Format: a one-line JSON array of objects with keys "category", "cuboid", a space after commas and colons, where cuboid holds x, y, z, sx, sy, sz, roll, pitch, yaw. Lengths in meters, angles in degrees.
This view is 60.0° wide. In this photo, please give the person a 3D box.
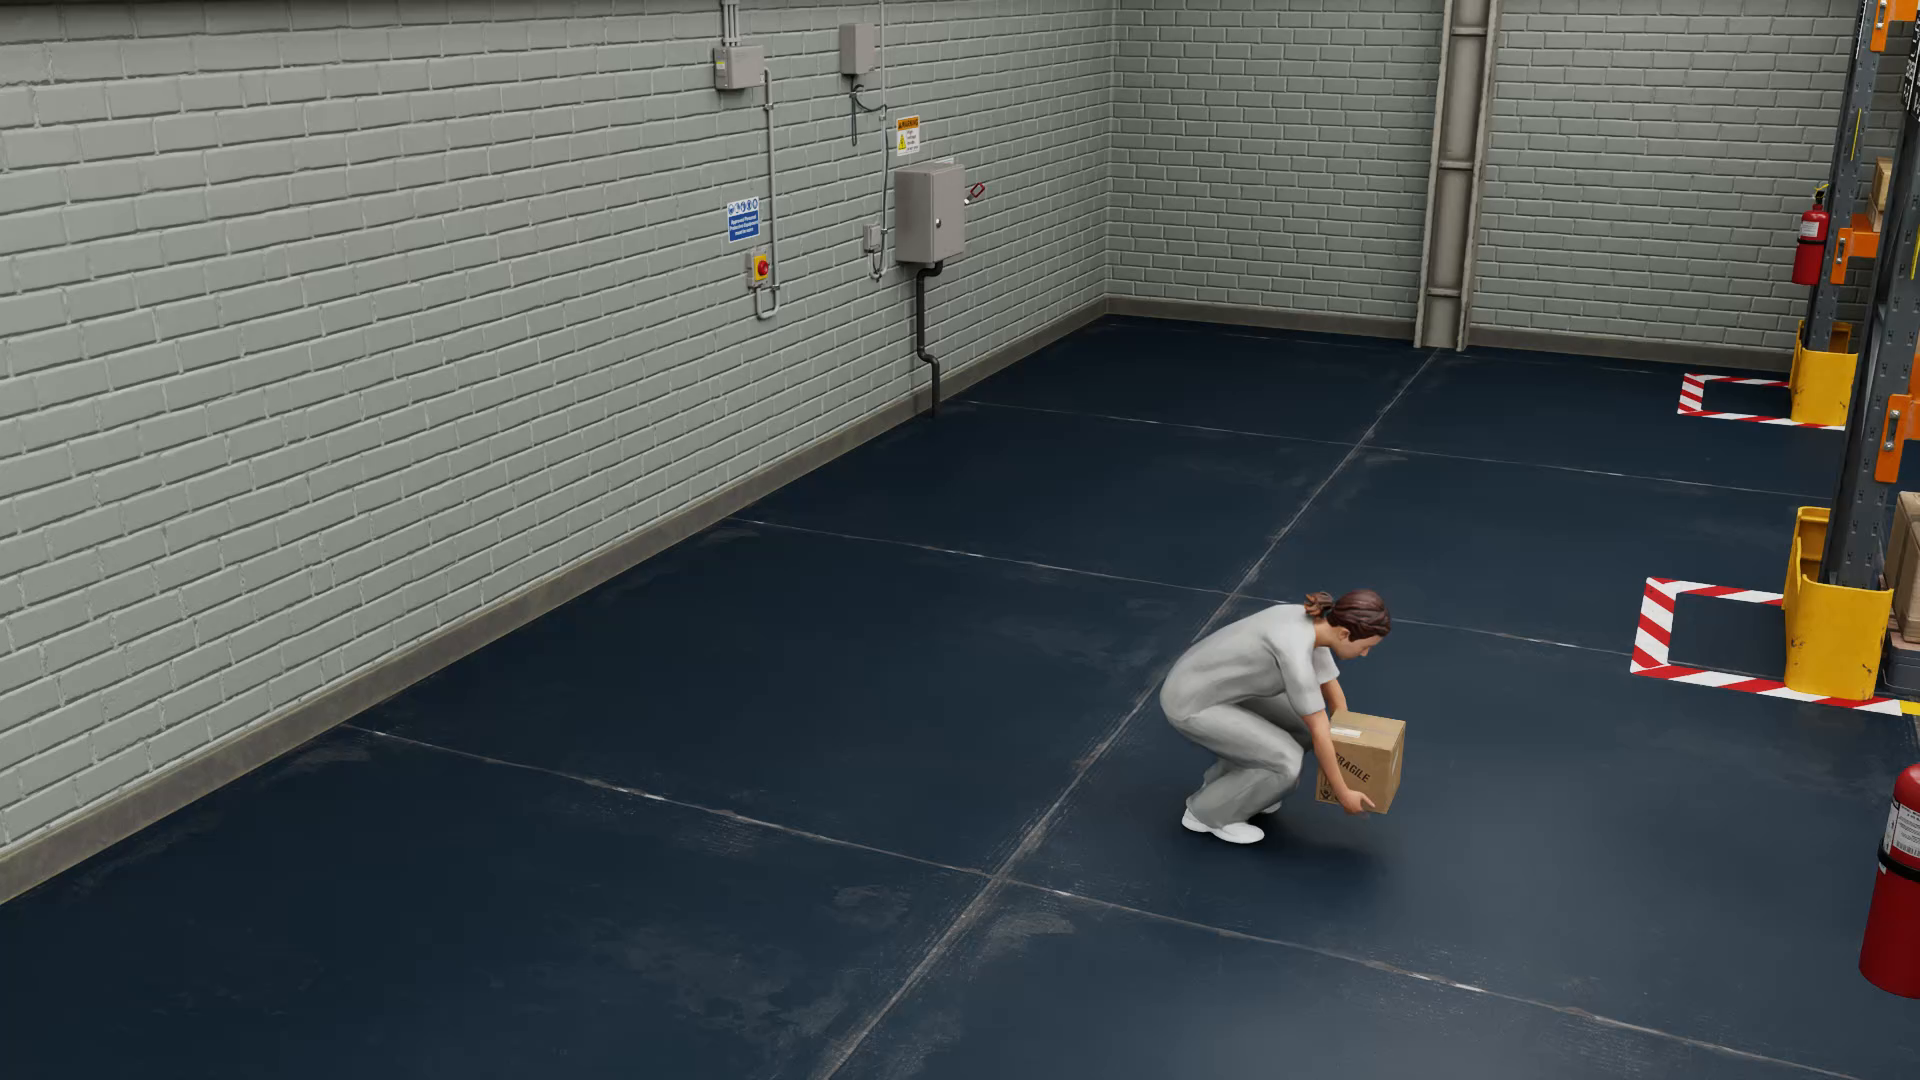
[{"category": "person", "cuboid": [1.124, 0.602, 5.946, 0.810, 0.952, 0.462, 8, 21, 21]}]
